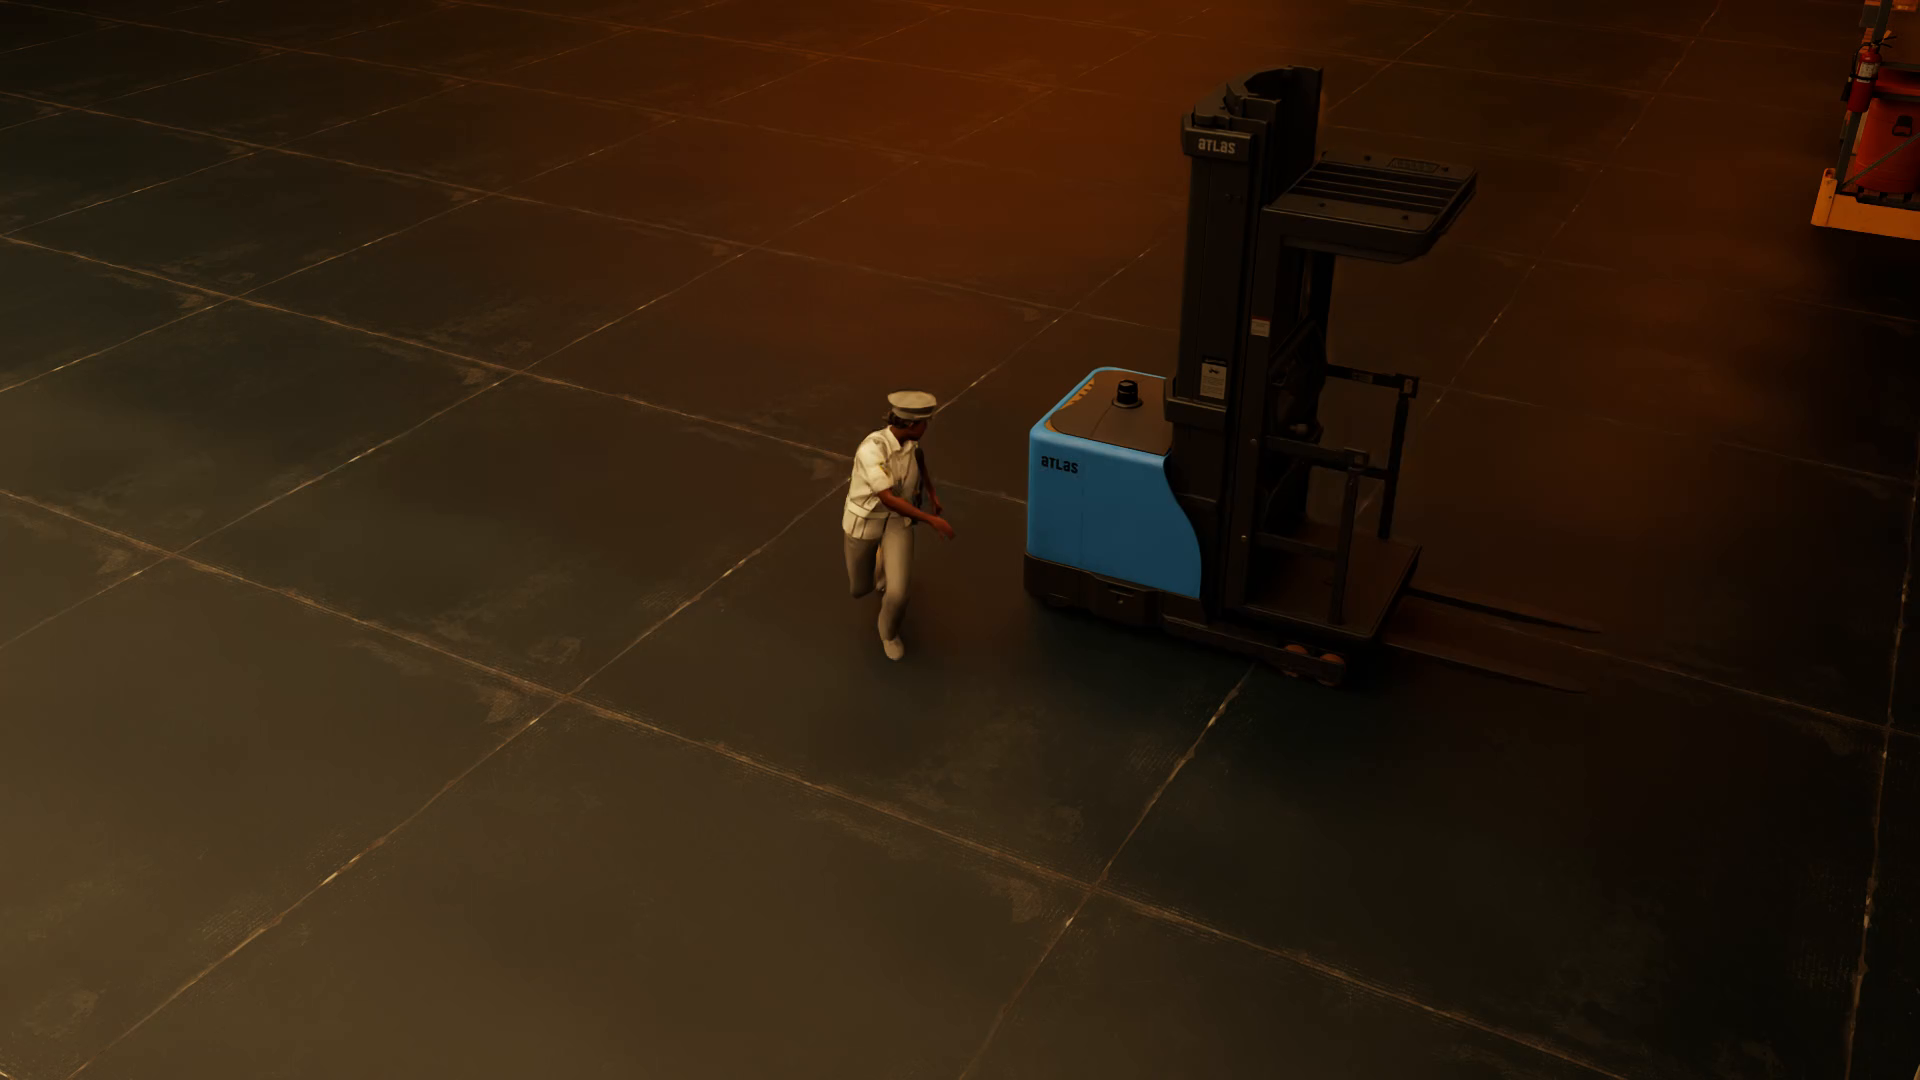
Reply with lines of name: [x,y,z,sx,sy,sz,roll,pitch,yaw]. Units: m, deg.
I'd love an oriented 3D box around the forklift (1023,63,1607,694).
forklift: [1.908,-0.811,8.476,3.031,2.935,1.130,14,33,23]

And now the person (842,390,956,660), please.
person: [-0.341,-0.138,8.875,0.599,1.442,0.862,-8,31,-13]
